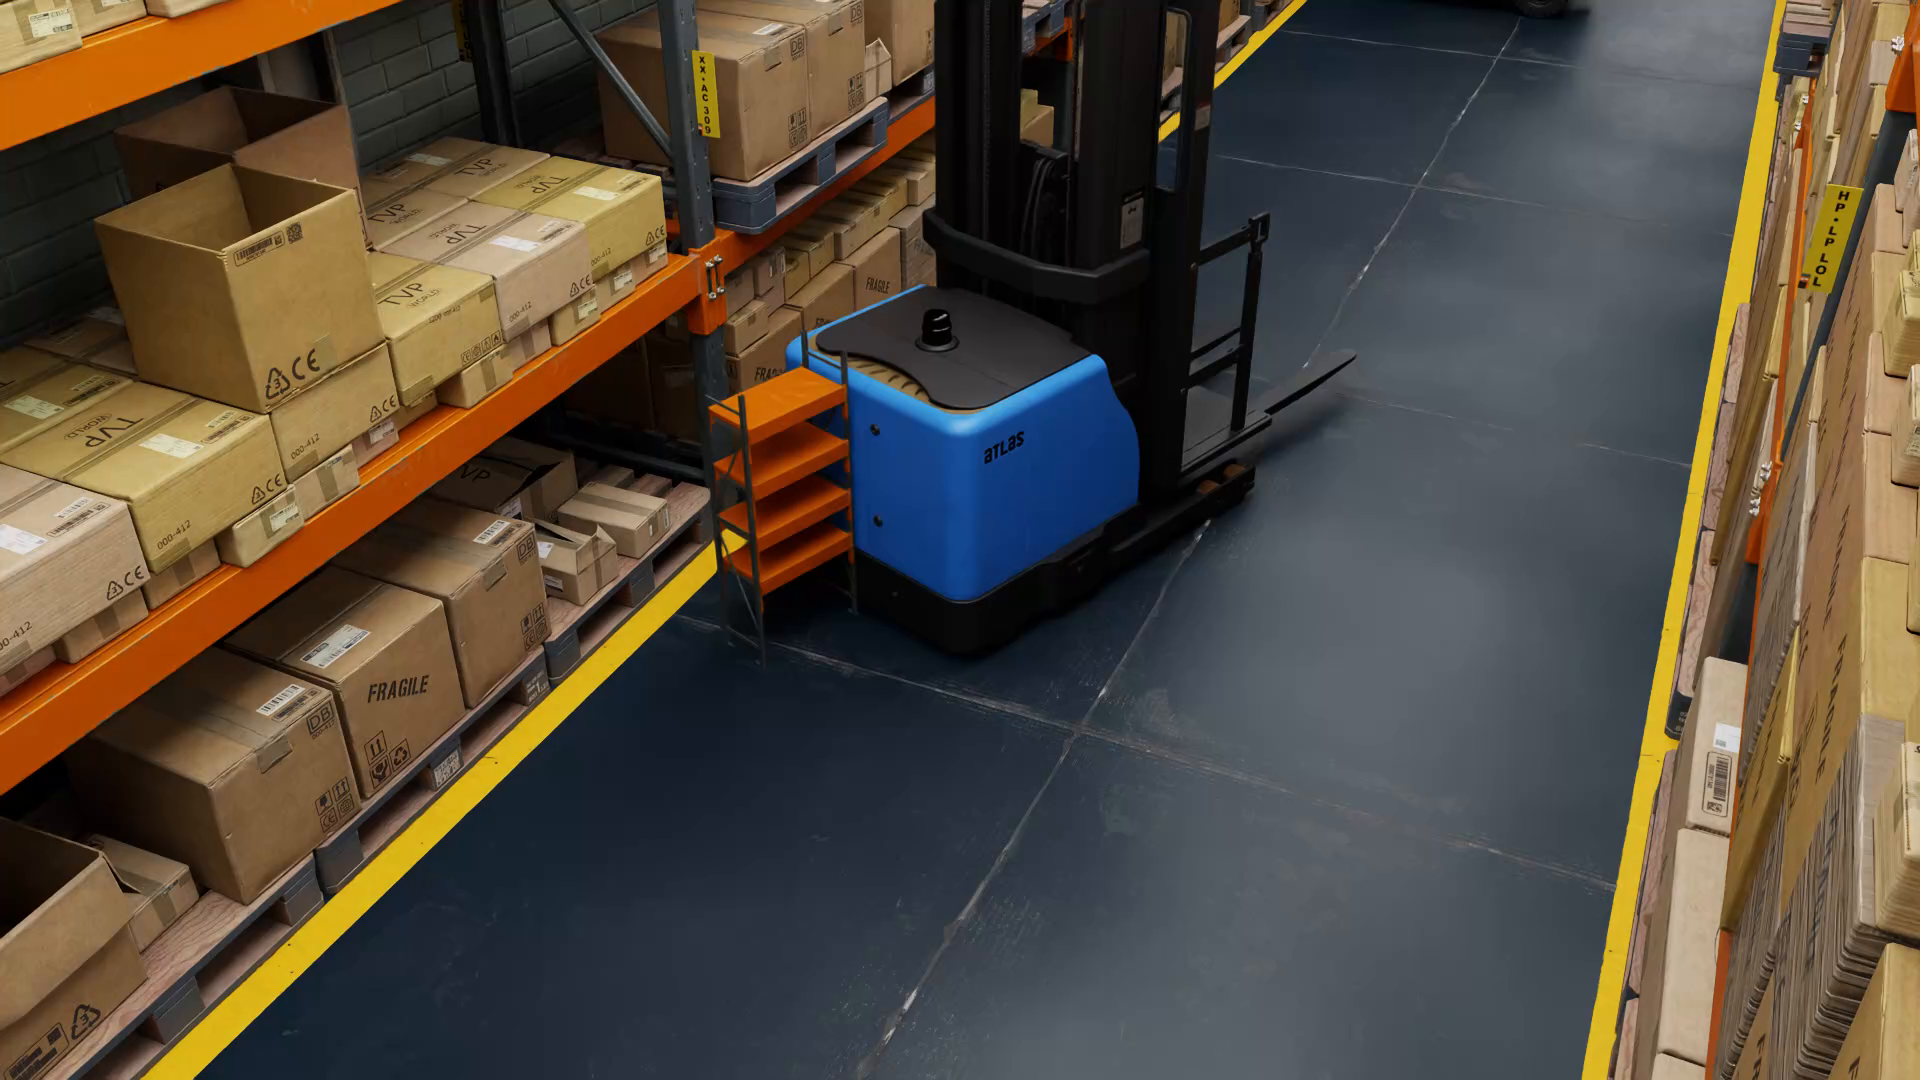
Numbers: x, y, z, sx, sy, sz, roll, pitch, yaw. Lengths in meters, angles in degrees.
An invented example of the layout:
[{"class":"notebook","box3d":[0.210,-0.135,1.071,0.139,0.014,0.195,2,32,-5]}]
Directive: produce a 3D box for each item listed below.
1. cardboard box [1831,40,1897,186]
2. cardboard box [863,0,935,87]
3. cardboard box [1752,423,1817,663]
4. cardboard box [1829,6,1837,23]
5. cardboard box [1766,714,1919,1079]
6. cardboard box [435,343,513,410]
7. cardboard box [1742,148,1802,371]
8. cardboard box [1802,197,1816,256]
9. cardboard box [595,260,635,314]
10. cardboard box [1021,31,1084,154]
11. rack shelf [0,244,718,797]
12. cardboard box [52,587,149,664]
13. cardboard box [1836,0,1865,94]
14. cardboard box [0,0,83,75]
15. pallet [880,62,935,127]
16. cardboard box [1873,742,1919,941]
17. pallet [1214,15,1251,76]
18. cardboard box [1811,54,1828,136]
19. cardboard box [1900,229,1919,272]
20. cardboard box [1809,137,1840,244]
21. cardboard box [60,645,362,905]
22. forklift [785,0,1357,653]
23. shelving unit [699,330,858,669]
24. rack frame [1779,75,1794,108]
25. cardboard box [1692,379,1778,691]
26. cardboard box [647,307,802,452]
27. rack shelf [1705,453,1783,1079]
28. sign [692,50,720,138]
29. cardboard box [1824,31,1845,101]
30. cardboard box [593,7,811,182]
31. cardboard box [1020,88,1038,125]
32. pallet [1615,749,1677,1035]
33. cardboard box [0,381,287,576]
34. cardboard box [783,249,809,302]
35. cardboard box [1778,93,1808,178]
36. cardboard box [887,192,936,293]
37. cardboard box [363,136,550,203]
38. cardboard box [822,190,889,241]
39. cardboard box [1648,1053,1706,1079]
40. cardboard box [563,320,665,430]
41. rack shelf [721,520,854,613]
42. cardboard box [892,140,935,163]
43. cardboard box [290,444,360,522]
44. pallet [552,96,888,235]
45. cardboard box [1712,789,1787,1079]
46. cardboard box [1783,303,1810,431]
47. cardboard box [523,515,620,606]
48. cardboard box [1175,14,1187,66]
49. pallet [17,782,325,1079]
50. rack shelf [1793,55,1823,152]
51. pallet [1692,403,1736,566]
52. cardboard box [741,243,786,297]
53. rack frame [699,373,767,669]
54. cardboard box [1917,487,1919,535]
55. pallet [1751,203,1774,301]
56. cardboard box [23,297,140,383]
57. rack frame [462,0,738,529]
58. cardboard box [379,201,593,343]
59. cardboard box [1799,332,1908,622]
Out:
[{"class":"cardboard box","box3d":[3.218,-1.309,5.507,0.500,0.500,0.500,15,36,21]},{"class":"cardboard box","box3d":[-0.510,-2.502,7.856,0.700,0.500,0.500,14,36,20]},{"class":"cardboard box","box3d":[2.401,0.072,4.313,0.500,0.500,0.500,14,36,21]},{"class":"cardboard box","box3d":[4.693,-2.739,8.538,0.380,0.149,0.250,15,36,21]},{"class":"cardboard box","box3d":[1.553,0.661,2.503,0.500,0.500,0.500,14,36,21]},{"class":"cardboard box","box3d":[-1.757,-0.597,5.654,0.380,0.149,0.250,14,36,20]},{"class":"cardboard box","box3d":[4.358,-1.264,7.996,0.875,0.875,0.875,14,36,20]},{"class":"cardboard box","box3d":[3.662,-1.286,6.613,0.500,0.250,0.500,14,36,20]},{"class":"cardboard box","box3d":[-1.454,-0.990,6.253,0.380,0.149,0.250,15,36,22]},{"class":"cardboard box","box3d":[0.486,-2.928,10.763,0.875,0.625,0.625,15,36,22]},{"class":"rack shelf","box3d":[-2.298,-0.149,5.398,1.077,0.370,4.000,14,36,20]},{"class":"cardboard box","box3d":[-2.443,0.162,4.496,0.380,0.149,0.250,15,36,22]},{"class":"cardboard box","box3d":[3.865,-2.069,6.666,0.500,0.500,0.500,15,36,22]},{"class":"cardboard box","box3d":[-2.280,-1.202,3.841,0.380,0.149,0.250,14,36,20]},{"class":"pallet","box3d":[-0.597,-2.388,8.332,1.003,0.211,1.213,14,36,20]},{"class":"cardboard box","box3d":[1.460,0.447,2.238,0.380,0.149,0.250,14,36,20]},{"class":"pallet","box3d":[1.613,-3.889,12.988,1.003,0.211,1.213,14,36,20]},{"class":"cardboard box","box3d":[4.289,-2.053,7.782,0.500,0.250,0.500,14,36,20]},{"class":"cardboard box","box3d":[2.360,-0.565,3.781,0.380,0.149,0.250,14,36,20]},{"class":"cardboard box","box3d":[3.426,-1.241,6.088,0.500,0.250,0.500,15,36,22]},{"class":"cardboard box","box3d":[-2.399,0.716,5.319,0.700,0.500,0.500,16,36,22]},{"class":"forklift","box3d":[0.685,-1.499,6.863,1.130,2.935,3.031,28,42,35]},{"class":"shelving unit","box3d":[-0.678,-0.145,6.376,0.258,1.200,0.503,28,42,35]},{"class":"rack frame","box3d":[6.396,-4.294,11.063,1.000,3.000,0.127,14,36,20]},{"class":"cardboard box","box3d":[3.236,0.076,5.953,0.875,0.875,0.875,15,36,22]},{"class":"cardboard box","box3d":[-1.054,-0.766,7.579,0.500,0.500,0.500,16,36,23]},{"class":"rack shelf","box3d":[2.212,0.988,3.664,1.077,0.370,4.000,14,36,20]},{"class":"sign","box3d":[-0.965,-1.688,6.299,0.100,0.325,0.005,14,36,20]},{"class":"cardboard box","box3d":[4.069,-1.995,7.238,0.500,0.250,0.500,15,36,22]},{"class":"cardboard box","box3d":[-1.055,-1.853,6.867,0.700,0.500,0.500,15,36,22]},{"class":"cardboard box","box3d":[0.236,-2.536,9.687,0.380,0.149,0.250,12,35,18]},{"class":"pallet","box3d":[2.660,1.218,5.201,1.003,0.211,1.213,14,36,20]},{"class":"cardboard box","box3d":[-2.280,-0.184,4.661,0.500,0.250,0.500,13,36,20]},{"class":"cardboard box","box3d":[-0.926,-1.251,7.728,0.380,0.149,0.250,12,35,18]},{"class":"cardboard box","box3d":[5.592,-2.403,10.193,0.950,0.372,0.625,15,36,22]},{"class":"cardboard box","box3d":[-0.405,-1.538,8.756,0.500,0.500,0.500,13,35,19]},{"class":"cardboard box","box3d":[-1.913,-1.323,6.398,0.500,0.250,0.500,14,36,20]},{"class":"cardboard box","box3d":[-0.580,-1.630,8.305,0.380,0.149,0.250,15,36,22]},{"class":"cardboard box","box3d":[1.936,1.769,3.770,0.875,0.438,0.875,15,36,22]},{"class":"cardboard box","box3d":[-1.524,-0.889,7.767,0.500,0.500,0.500,14,36,20]},{"class":"rack shelf","box3d":[-0.678,0.078,6.522,0.258,0.148,0.480,28,42,35]},{"class":"cardboard box","box3d":[-0.256,-2.026,8.910,0.380,0.149,0.250,14,36,20]},{"class":"cardboard box","box3d":[-2.072,-0.216,5.073,0.380,0.149,0.250,15,36,22]},{"class":"pallet","box3d":[-1.027,-1.739,7.341,1.003,0.211,1.213,14,36,20]},{"class":"cardboard box","box3d":[1.767,0.835,3.150,0.500,0.500,0.500,15,36,22]},{"class":"cardboard box","box3d":[3.008,-0.528,5.456,0.500,0.250,0.500,13,36,19]},{"class":"cardboard box","box3d":[-1.577,0.044,6.557,0.396,0.266,0.258,15,36,22]},{"class":"cardboard box","box3d":[1.346,-3.966,12.345,0.875,0.625,0.625,14,36,20]},{"class":"pallet","box3d":[-2.770,1.277,5.110,1.003,0.211,1.213,14,36,20]},{"class":"rack shelf","box3d":[5.559,-2.997,9.741,1.077,0.370,4.000,14,36,20]},{"class":"pallet","box3d":[3.813,-0.155,7.293,1.003,0.211,1.213,14,36,20]},{"class":"cardboard box","box3d":[-1.004,-1.230,7.424,0.380,0.149,0.250,12,35,18]},{"class":"rack frame","box3d":[-0.847,-0.048,6.229,0.240,1.200,0.015,28,42,35]},{"class":"cardboard box","box3d":[1.955,-0.048,2.992,0.380,0.149,0.250,15,36,22]},{"class":"pallet","box3d":[5.051,-1.524,9.382,1.003,0.211,1.213,14,36,20]},{"class":"cardboard box","box3d":[-2.536,-0.568,5.246,0.500,0.250,0.500,14,36,20]},{"class":"rack frame","box3d":[-1.461,-1.446,6.720,1.000,3.000,0.127,14,36,20]},{"class":"cardboard box","box3d":[-1.648,-0.945,5.822,0.500,0.250,0.500,14,36,21]},{"class":"cardboard box","box3d":[2.188,-0.085,3.641,0.500,0.500,0.500,15,36,21]}]
